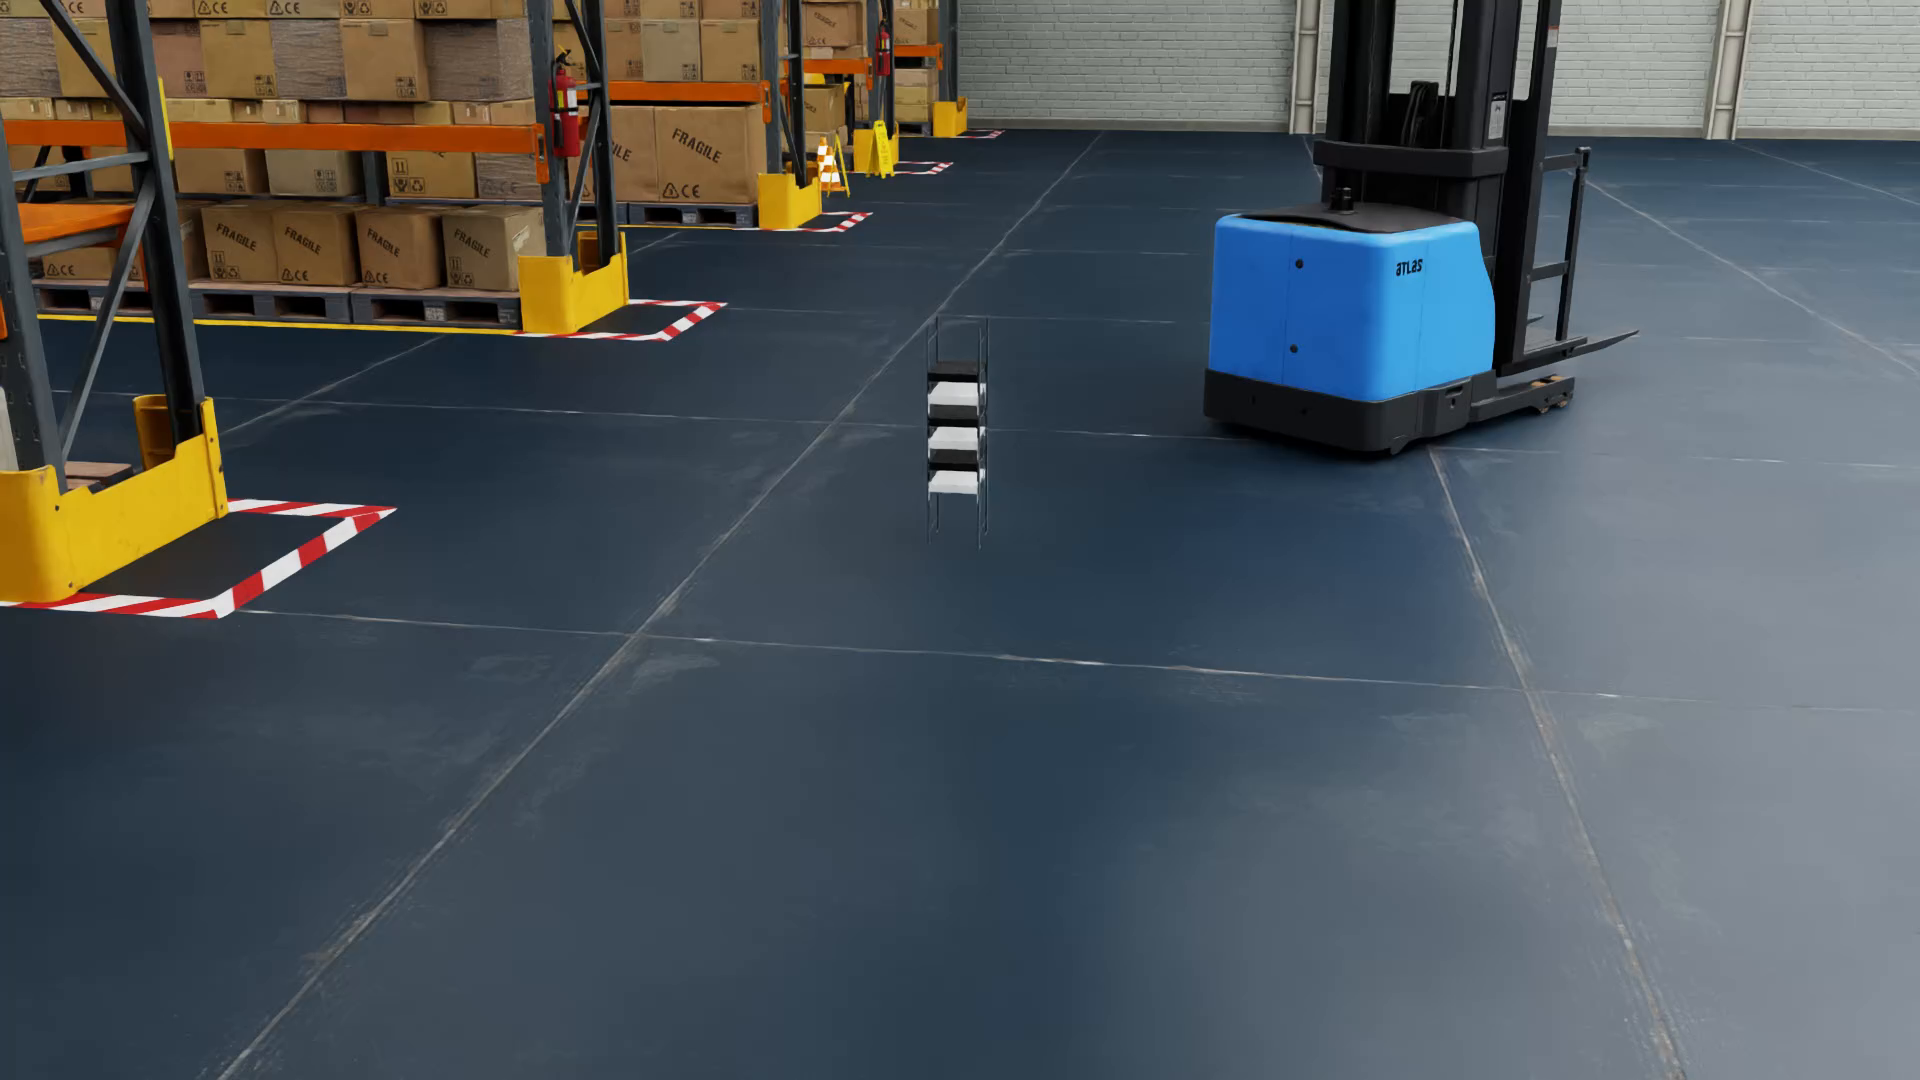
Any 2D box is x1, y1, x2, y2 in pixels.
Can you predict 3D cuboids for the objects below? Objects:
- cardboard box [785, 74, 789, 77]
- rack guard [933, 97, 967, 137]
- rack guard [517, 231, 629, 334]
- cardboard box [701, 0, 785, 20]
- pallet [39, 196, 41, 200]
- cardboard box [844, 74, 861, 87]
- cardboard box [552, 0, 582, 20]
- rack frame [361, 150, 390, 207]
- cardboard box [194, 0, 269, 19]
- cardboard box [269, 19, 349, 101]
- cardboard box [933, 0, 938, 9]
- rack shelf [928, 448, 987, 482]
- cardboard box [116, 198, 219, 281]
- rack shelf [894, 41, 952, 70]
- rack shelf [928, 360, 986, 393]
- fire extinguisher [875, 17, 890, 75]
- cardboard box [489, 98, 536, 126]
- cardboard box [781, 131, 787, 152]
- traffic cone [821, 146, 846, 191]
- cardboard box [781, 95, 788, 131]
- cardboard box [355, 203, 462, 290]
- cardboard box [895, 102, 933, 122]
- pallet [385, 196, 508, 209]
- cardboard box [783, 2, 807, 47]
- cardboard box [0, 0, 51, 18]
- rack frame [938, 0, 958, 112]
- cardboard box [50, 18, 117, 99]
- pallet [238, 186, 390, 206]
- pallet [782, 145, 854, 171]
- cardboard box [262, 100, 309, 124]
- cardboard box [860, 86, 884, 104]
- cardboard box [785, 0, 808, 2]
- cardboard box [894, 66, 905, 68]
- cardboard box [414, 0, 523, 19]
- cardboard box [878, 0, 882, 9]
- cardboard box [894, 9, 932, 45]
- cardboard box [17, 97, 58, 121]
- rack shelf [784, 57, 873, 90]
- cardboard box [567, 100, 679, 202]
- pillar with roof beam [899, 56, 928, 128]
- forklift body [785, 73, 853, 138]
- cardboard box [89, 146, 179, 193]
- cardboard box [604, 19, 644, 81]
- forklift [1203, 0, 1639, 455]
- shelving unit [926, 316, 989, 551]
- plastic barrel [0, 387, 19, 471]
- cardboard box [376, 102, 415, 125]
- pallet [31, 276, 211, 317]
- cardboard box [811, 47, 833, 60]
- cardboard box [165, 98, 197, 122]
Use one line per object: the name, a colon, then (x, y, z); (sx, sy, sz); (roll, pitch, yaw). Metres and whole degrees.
cardboard box: (-2.163, -5.560, 20.161); (0.250, 0.149, 0.380); (3, 19, 10)
rack guard: (-0.150, -6.415, 25.186); (0.348, 0.500, 1.175); (3, 19, 9)
rack guard: (-2.605, -1.760, 11.274); (0.348, 0.500, 1.175); (3, 19, 9)
cardboard box: (-2.003, -5.104, 15.392); (0.550, 0.550, 0.875); (3, 19, 9)
pallet: (-10.313, -3.610, 17.260); (1.213, 0.211, 1.003); (3, 19, 9)
cardboard box: (-1.683, -6.942, 24.919); (0.500, 0.250, 0.500); (3, 19, 9)
cardboard box: (-3.636, -5.159, 15.558); (0.500, 0.550, 0.875); (3, 19, 9)
rack frame: (-5.592, -4.691, 16.097); (0.127, 3.000, 1.000); (3, 19, 9)
cardboard box: (-4.592, -3.631, 10.726); (0.500, 0.500, 0.500); (3, 19, 9)
cardboard box: (-4.068, -3.192, 10.990); (0.500, 0.500, 0.875); (3, 19, 9)
cardboard box: (-0.468, -8.054, 24.968); (0.250, 0.149, 0.380); (2, 19, 7)
rack shelf: (-0.008, -0.310, 6.701); (0.200, 0.077, 0.258); (3, 19, 9)
cardboard box: (-5.524, -2.097, 11.621); (0.500, 0.500, 0.500); (9, 21, 26)
rack shelf: (-2.149, -7.361, 25.208); (4.000, 0.370, 1.077); (3, 19, 9)
rack shelf: (-0.008, -0.652, 6.586); (0.200, 0.077, 0.258); (3, 19, 9)
fire extinguisher: (-0.918, -5.859, 19.709); (0.183, 0.674, 0.296); (3, 19, 9)
cardboard box: (-2.844, -2.772, 10.756); (0.250, 0.149, 0.380); (3, 19, 9)
cardboard box: (-2.309, -4.926, 20.470); (0.500, 0.250, 0.500); (3, 19, 9)
traffic cone: (-1.427, -4.095, 18.314); (0.334, 0.463, 0.336); (3, 19, 9)
cardboard box: (-2.306, -5.281, 20.347); (0.500, 0.500, 0.500); (4, 19, 11)
cardboard box: (-3.739, -2.011, 11.364); (0.500, 0.500, 0.500); (8, 20, 23)
cardboard box: (-0.688, -6.421, 24.938); (0.500, 0.250, 0.500); (3, 19, 9)
pallet: (-4.854, -3.306, 16.351); (1.213, 0.211, 1.003); (3, 19, 9)
cardboard box: (-2.031, -6.202, 19.985); (0.500, 0.500, 0.500); (3, 19, 9)
cardboard box: (-6.075, -3.703, 10.940); (0.500, 0.500, 0.500); (3, 19, 9)
rack frame: (-0.174, -7.601, 24.793); (0.127, 3.000, 1.000); (3, 19, 9)
cardboard box: (-5.556, -3.253, 11.171); (0.500, 0.500, 0.875); (3, 19, 9)
pallet: (-6.366, -3.384, 16.585); (1.213, 0.211, 1.003); (3, 19, 9)
pallet: (-1.829, -4.779, 20.754); (1.213, 0.211, 1.003); (3, 19, 9)
cardboard box: (-4.341, -2.814, 10.883); (0.250, 0.149, 0.380); (3, 19, 9)
cardboard box: (-1.198, -6.689, 24.950); (0.500, 0.250, 0.500); (3, 19, 8)
cardboard box: (-1.995, -6.694, 19.879); (0.500, 0.500, 0.700); (3, 19, 9)
cardboard box: (-1.113, -7.078, 25.325); (0.500, 0.250, 0.500); (3, 19, 9)
cardboard box: (-3.112, -3.554, 10.496); (0.500, 0.500, 0.500); (3, 19, 9)
cardboard box: (-1.064, -7.922, 24.571); (0.250, 0.149, 0.380); (3, 19, 10)
cardboard box: (-0.702, -7.591, 24.605); (0.500, 0.500, 0.500); (3, 19, 7)
cardboard box: (-6.070, -2.902, 11.144); (0.250, 0.149, 0.380); (3, 19, 9)
rack shelf: (-2.932, -5.805, 20.560); (4.000, 0.370, 1.077); (3, 19, 9)
cardboard box: (-3.192, -3.739, 15.936); (0.875, 0.875, 0.875); (3, 19, 8)
pillar with roof beam: (-1.401, -9.415, 20.759); (0.400, 9.000, 9.100); (3, 19, 9)
forklift body: (-2.336, -6.723, 23.505); (1.214, 2.155, 2.313); (3, 19, 9)
cardboard box: (-8.091, -3.923, 16.684); (0.750, 0.750, 1.050); (3, 19, 9)
cardboard box: (-3.096, -4.654, 15.749); (0.550, 0.550, 0.875); (3, 19, 9)
forklift: (2.669, -2.171, 8.672); (3.031, 2.935, 1.130); (-16, 24, -40)
shelving unit: (-0.008, -0.427, 6.662); (0.210, 0.900, 0.258); (3, 19, 9)
plastic barrel: (-3.977, -0.418, 6.584); (0.421, 0.512, 0.421); (0, 18, 0)
cardboard box: (-3.590, -2.798, 10.835); (0.250, 0.149, 0.380); (3, 19, 9)
pallet: (-5.810, -1.797, 11.842); (1.213, 0.211, 1.003); (3, 19, 9)
cardboard box: (-1.629, -5.857, 19.975); (0.250, 0.149, 0.380); (3, 19, 8)
cardboard box: (-5.076, -2.863, 11.029); (0.250, 0.149, 0.380); (3, 19, 9)
